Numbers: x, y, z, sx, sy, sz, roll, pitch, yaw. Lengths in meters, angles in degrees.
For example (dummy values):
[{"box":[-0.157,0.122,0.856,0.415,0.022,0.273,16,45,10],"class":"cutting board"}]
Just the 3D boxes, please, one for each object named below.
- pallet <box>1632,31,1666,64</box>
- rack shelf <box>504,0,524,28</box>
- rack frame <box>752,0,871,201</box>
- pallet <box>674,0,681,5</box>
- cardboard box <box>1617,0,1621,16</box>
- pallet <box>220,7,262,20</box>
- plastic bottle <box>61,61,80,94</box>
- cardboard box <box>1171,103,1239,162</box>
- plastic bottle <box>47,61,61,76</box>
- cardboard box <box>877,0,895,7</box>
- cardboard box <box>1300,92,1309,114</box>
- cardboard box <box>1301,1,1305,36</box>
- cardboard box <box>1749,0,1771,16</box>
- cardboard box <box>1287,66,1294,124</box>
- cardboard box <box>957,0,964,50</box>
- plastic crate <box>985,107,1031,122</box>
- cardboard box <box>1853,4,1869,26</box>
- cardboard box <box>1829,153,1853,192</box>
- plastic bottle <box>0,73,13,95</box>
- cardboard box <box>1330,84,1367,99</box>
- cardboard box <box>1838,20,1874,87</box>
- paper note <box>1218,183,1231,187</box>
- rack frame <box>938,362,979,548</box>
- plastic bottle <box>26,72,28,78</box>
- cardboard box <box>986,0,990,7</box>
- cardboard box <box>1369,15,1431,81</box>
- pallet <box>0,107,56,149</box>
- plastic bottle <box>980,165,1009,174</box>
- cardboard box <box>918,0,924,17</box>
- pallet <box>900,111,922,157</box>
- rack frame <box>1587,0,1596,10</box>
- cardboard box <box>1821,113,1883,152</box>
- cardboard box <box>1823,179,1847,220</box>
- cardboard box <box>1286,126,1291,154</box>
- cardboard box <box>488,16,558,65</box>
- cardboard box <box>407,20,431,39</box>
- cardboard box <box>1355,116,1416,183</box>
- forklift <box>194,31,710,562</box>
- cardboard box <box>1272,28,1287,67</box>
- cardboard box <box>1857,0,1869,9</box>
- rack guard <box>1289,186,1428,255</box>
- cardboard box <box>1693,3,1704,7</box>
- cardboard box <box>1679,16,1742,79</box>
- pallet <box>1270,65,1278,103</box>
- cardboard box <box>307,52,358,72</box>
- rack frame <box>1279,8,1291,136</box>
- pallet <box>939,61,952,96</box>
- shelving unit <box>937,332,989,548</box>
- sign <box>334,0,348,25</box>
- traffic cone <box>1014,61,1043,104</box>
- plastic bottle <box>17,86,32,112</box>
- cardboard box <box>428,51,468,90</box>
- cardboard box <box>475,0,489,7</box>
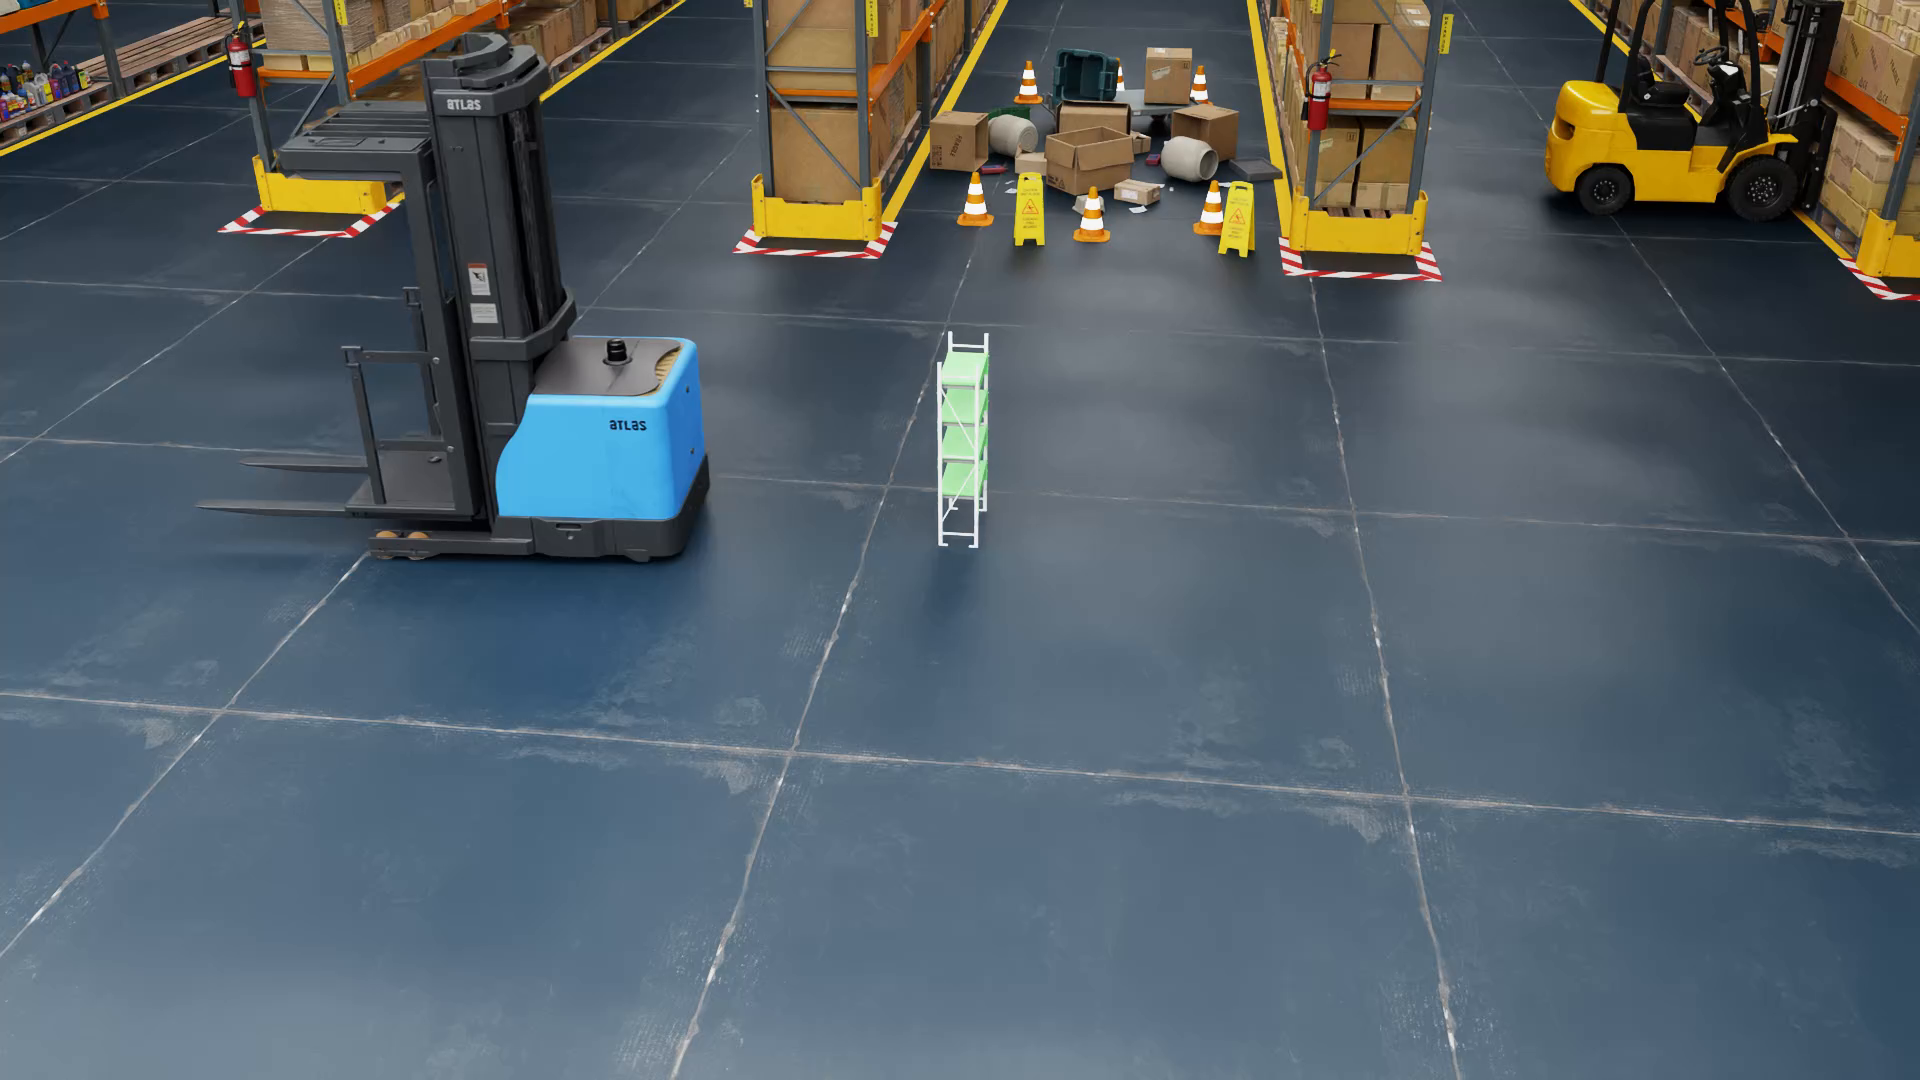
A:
[{"box":[9.636,-6.571,22.225,1.003,0.211,1.213,3,28,6],"class":"pallet"},{"box":[-5.500,-7.054,20.940,1.077,0.370,4.000,3,28,6],"class":"rack shelf"},{"box":[-1.325,-4.211,14.903,1.000,3.000,0.127,3,28,6],"class":"rack frame"},{"box":[-4.784,-8.600,25.991,1.003,0.211,1.213,3,28,6],"class":"pallet"},{"box":[9.594,-7.716,23.603,0.500,0.500,0.500,3,28,5],"class":"cardboard box"},{"box":[-10.115,-7.746,24.406,1.003,0.211,1.213,3,28,6],"class":"pallet"},{"box":[-10.453,-5.425,19.486,0.144,0.351,0.185,3,28,5],"class":"plastic bottle"},{"box":[2.609,-4.329,17.755,0.500,0.500,0.500,-24,36,-37],"class":"cardboard box"},{"box":[-10.596,-5.433,19.502,0.144,0.351,0.185,3,28,6],"class":"plastic bottle"},{"box":[-1.062,-5.445,15.897,0.875,0.550,0.550,3,28,6],"class":"cardboard box"},{"box":[3.418,-4.130,15.735,0.380,0.149,0.250,4,29,8],"class":"cardboard box"},{"box":[3.605,-5.125,16.182,0.500,0.500,0.500,4,29,7],"class":"cardboard box"},{"box":[8.819,-5.753,17.925,0.500,0.250,0.500,4,29,7],"class":"cardboard box"},{"box":[3.696,-4.643,17.372,0.500,0.500,0.500,4,29,8],"class":"cardboard box"},{"box":[-0.508,-6.890,21.805,1.050,0.750,0.750,3,28,6],"class":"cardboard box"},{"box":[0.444,-4.723,18.758,0.450,0.188,0.662,9,28,37],"class":"plastic crate"},{"box":[8.424,-4.798,15.205,0.380,0.149,0.250,4,29,7],"class":"cardboard box"},{"box":[8.349,-3.361,15.255,0.500,0.250,0.500,3,28,6],"class":"cardboard box"},{"box":[-11.069,-5.279,19.298,0.097,0.271,0.097,0,28,0],"class":"plastic bottle"},{"box":[3.434,-4.049,14.867,0.380,0.149,0.250,4,29,8],"class":"cardboard box"},{"box":[8.462,-4.460,15.260,0.500,0.500,0.500,3,28,5],"class":"cardboard box"},{"box":[2.708,-3.629,16.954,0.142,0.019,0.148,-6,29,-11],"class":"paper note"},{"box":[-0.010,-0.491,9.897,0.240,1.200,0.015,3,28,6],"class":"rack frame"},{"box":[-11.147,-5.507,19.795,0.097,0.201,0.097,0,28,0],"class":"plastic bottle"},{"box":[0.174,-8.098,24.312,0.500,0.500,0.500,3,28,5],"class":"cardboard box"},{"box":[3.934,-4.352,14.747,0.500,0.500,0.500,3,28,5],"class":"cardboard box"},{"box":[-10.931,-4.600,18.566,1.003,0.211,1.213,3,28,6],"class":"pallet"},{"box":[0.357,-3.870,17.369,0.283,0.061,0.133,-6,29,-11],"class":"plastic bottle"},{"box":[-0.868,-5.985,18.039,0.875,0.550,0.550,3,28,6],"class":"cardboard box"},{"box":[-1.006,-4.513,18.404,1.003,0.211,1.213,3,28,6],"class":"pallet"},{"box":[9.997,-9.333,24.410,1.000,3.000,0.127,3,28,6],"class":"rack frame"},{"box":[8.383,-3.812,15.566,0.500,0.250,0.500,4,29,7],"class":"cardboard box"},{"box":[8.341,-3.131,15.356,0.500,0.250,0.500,3,28,6],"class":"cardboard box"},{"box":[3.634,-4.064,17.087,0.500,0.250,0.500,3,28,6],"class":"cardboard box"},{"box":[-5.503,-6.297,20.948,0.700,0.500,0.500,1,28,2],"class":"cardboard box"},{"box":[-5.683,-5.257,17.110,0.380,0.149,0.250,3,28,6],"class":"cardboard box"},{"box":[3.976,-3.650,15.528,0.500,0.500,0.500,2,28,4],"class":"cardboard box"},{"box":[-3.153,-1.417,9.789,3.031,2.935,1.130,2,28,3],"class":"forklift"},{"box":[4.419,-6.151,20.833,0.950,0.372,0.625,3,28,5],"class":"cardboard box"},{"box":[8.419,-4.932,15.139,0.380,0.149,0.250,4,29,7],"class":"cardboard box"},{"box":[3.610,-2.906,15.117,1.175,0.500,0.348,3,28,6],"class":"rack guard"},{"box":[9.837,-6.716,21.747,0.500,0.500,0.500,4,29,8],"class":"cardboard box"},{"box":[9.345,-5.988,20.264,0.875,0.625,0.625,4,29,8],"class":"cardboard box"},{"box":[4.331,-5.568,20.363,1.003,0.211,1.213,3,28,6],"class":"pallet"},{"box":[-5.963,-4.556,15.810,0.380,0.149,0.250,3,28,6],"class":"cardboard box"},{"box":[4.090,-5.854,17.953,1.000,3.000,0.127,3,28,6],"class":"rack frame"},{"box":[-0.668,-5.809,20.811,1.003,0.211,1.213,3,28,6],"class":"pallet"},{"box":[0.020,-0.606,10.110,0.258,1.200,0.503,3,28,6],"class":"shelving unit"},{"box":[-5.696,-4.896,15.263,0.100,0.325,0.005,3,28,6],"class":"sign"},{"box":[0.828,-5.520,20.009,0.336,0.463,0.334,3,28,6],"class":"traffic cone"},{"box":[-10.540,-4.966,18.718,0.097,0.271,0.097,0,28,0],"class":"plastic bottle"},{"box":[-5.834,-5.328,19.170,0.500,0.500,0.500,3,28,5],"class":"cardboard box"},{"box":[-5.520,-6.083,18.644,0.380,0.149,0.250,3,28,6],"class":"cardboard box"}]
